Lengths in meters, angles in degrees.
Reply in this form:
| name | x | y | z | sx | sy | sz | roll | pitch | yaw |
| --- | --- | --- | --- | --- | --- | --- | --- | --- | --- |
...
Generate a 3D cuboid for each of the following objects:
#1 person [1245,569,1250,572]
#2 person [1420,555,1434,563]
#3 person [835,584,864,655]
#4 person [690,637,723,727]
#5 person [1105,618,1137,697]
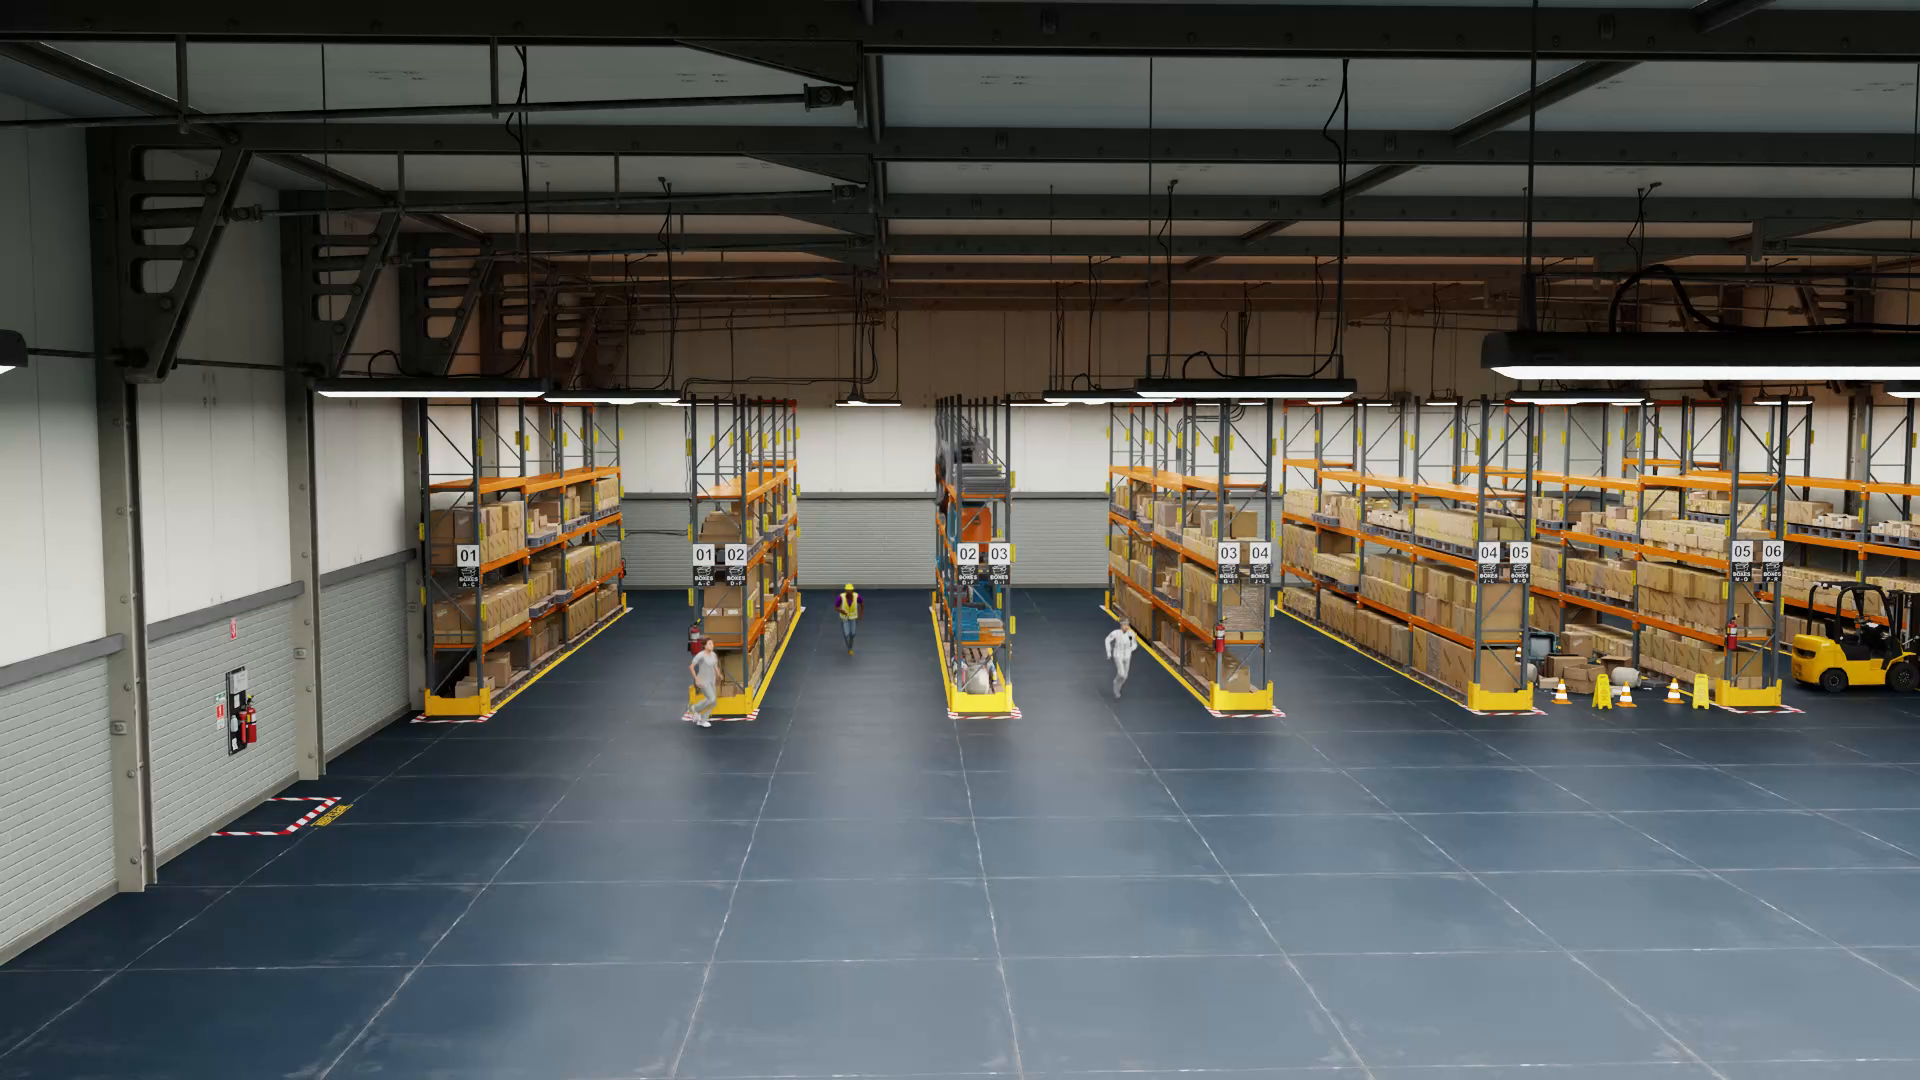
| name | x | y | z | sx | sy | sz | roll | pitch | yaw |
| --- | --- | --- | --- | --- | --- | --- | --- | --- | --- |
| person | 8.499 | 1.094 | 48.423 | 0.928 | 1.657 | 0.594 | -3 | 5 | -30 |
| person | 14.076 | 0.878 | 50.437 | 0.671 | 1.743 | 0.690 | -2 | 5 | -23 |
| person | -2.582 | 1.843 | 38.796 | 0.690 | 1.684 | 0.737 | 0 | 5 | -6 |
| person | -4.545 | 2.560 | 29.953 | 0.596 | 1.621 | 0.548 | 3 | 6 | 36 |
| person | 3.204 | 2.318 | 32.752 | 0.573 | 1.607 | 0.683 | -1 | 5 | -18 |
